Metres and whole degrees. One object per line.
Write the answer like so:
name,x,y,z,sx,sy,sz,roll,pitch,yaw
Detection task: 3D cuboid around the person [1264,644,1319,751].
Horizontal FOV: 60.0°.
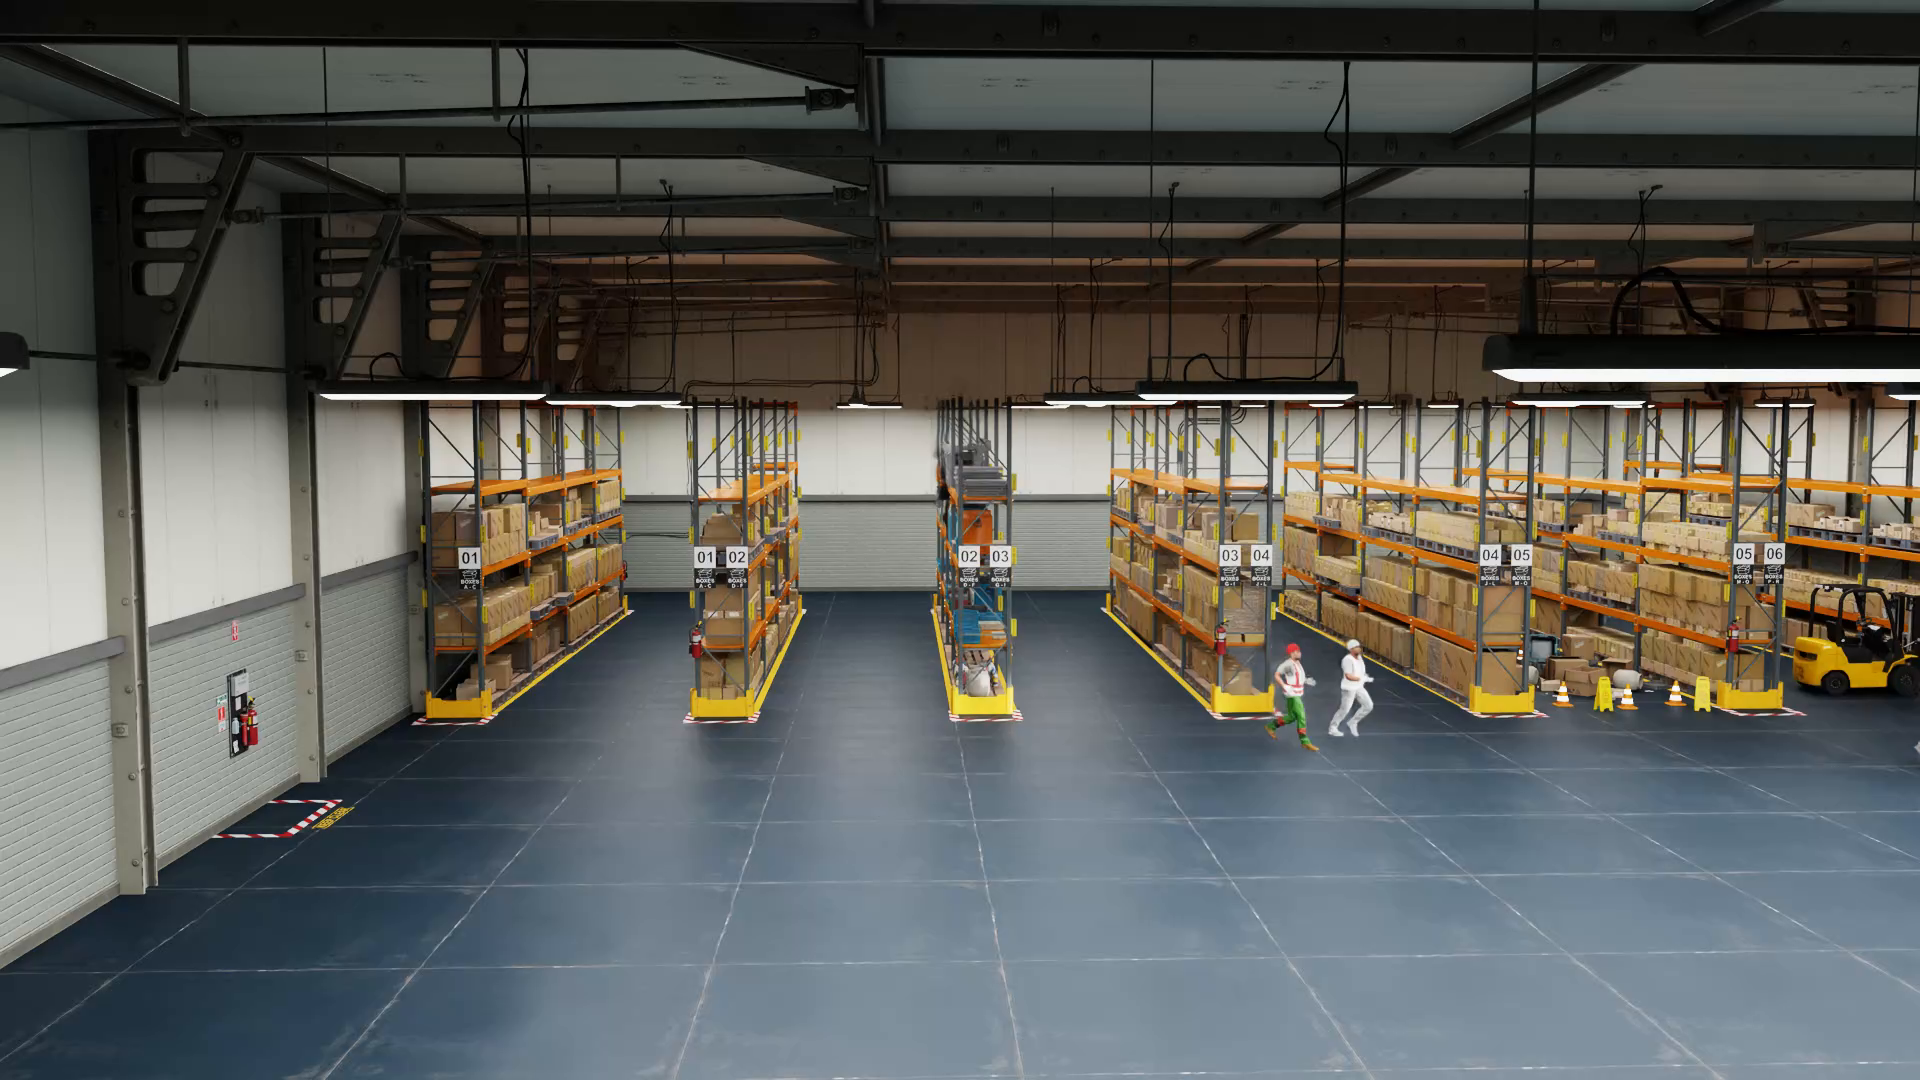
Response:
person,5.633,2.648,28.222,0.981,1.792,0.648,2,5,27

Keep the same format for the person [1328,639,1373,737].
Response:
person,6.870,2.584,29.003,0.848,1.732,0.690,4,6,44

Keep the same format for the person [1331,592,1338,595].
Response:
person,10.999,1.148,48.197,0.762,1.701,0.532,-4,6,-39
